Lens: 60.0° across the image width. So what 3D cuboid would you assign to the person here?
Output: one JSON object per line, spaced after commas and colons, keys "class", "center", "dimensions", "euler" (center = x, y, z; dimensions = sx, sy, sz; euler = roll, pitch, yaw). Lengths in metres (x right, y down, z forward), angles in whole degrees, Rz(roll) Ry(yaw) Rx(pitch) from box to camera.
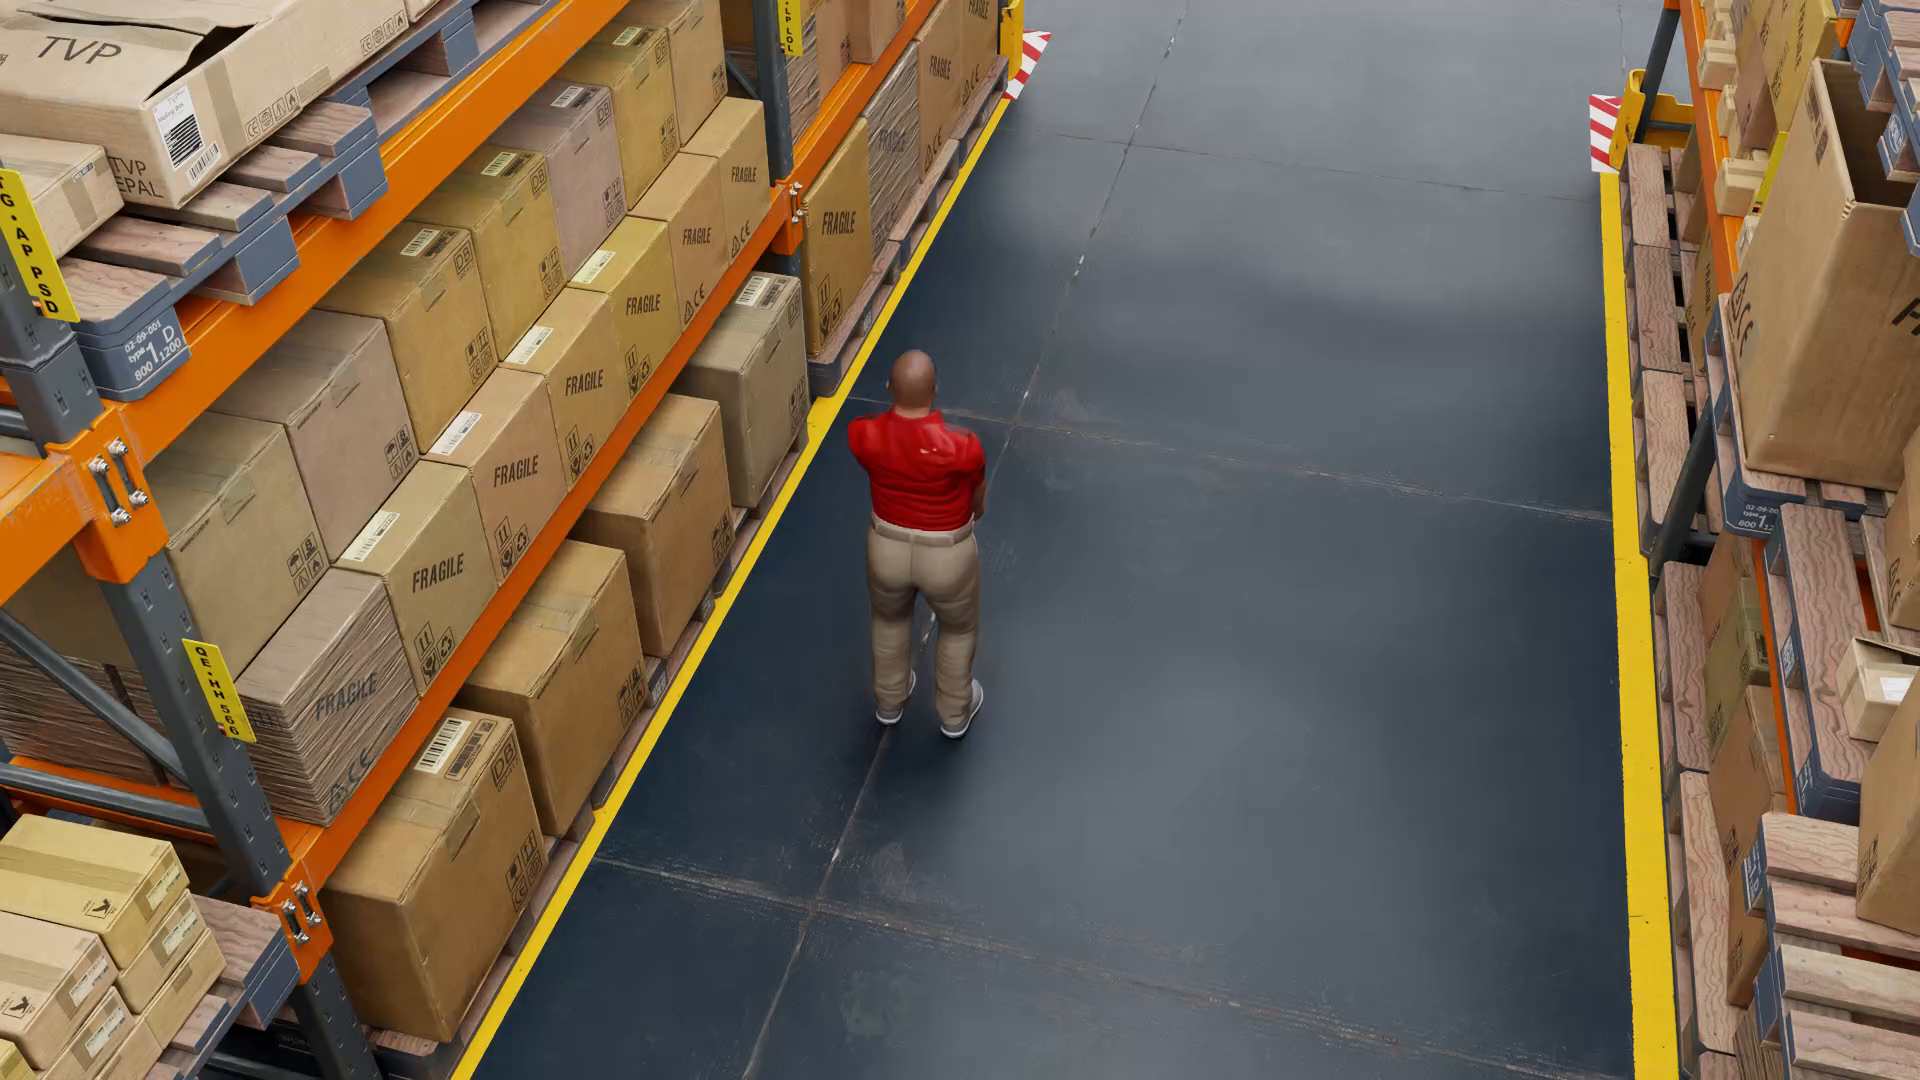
{"class": "person", "center": [-0.130, 0.006, 6.237], "dimensions": [0.490, 1.640, 0.519], "euler": [9, 42, 11]}
